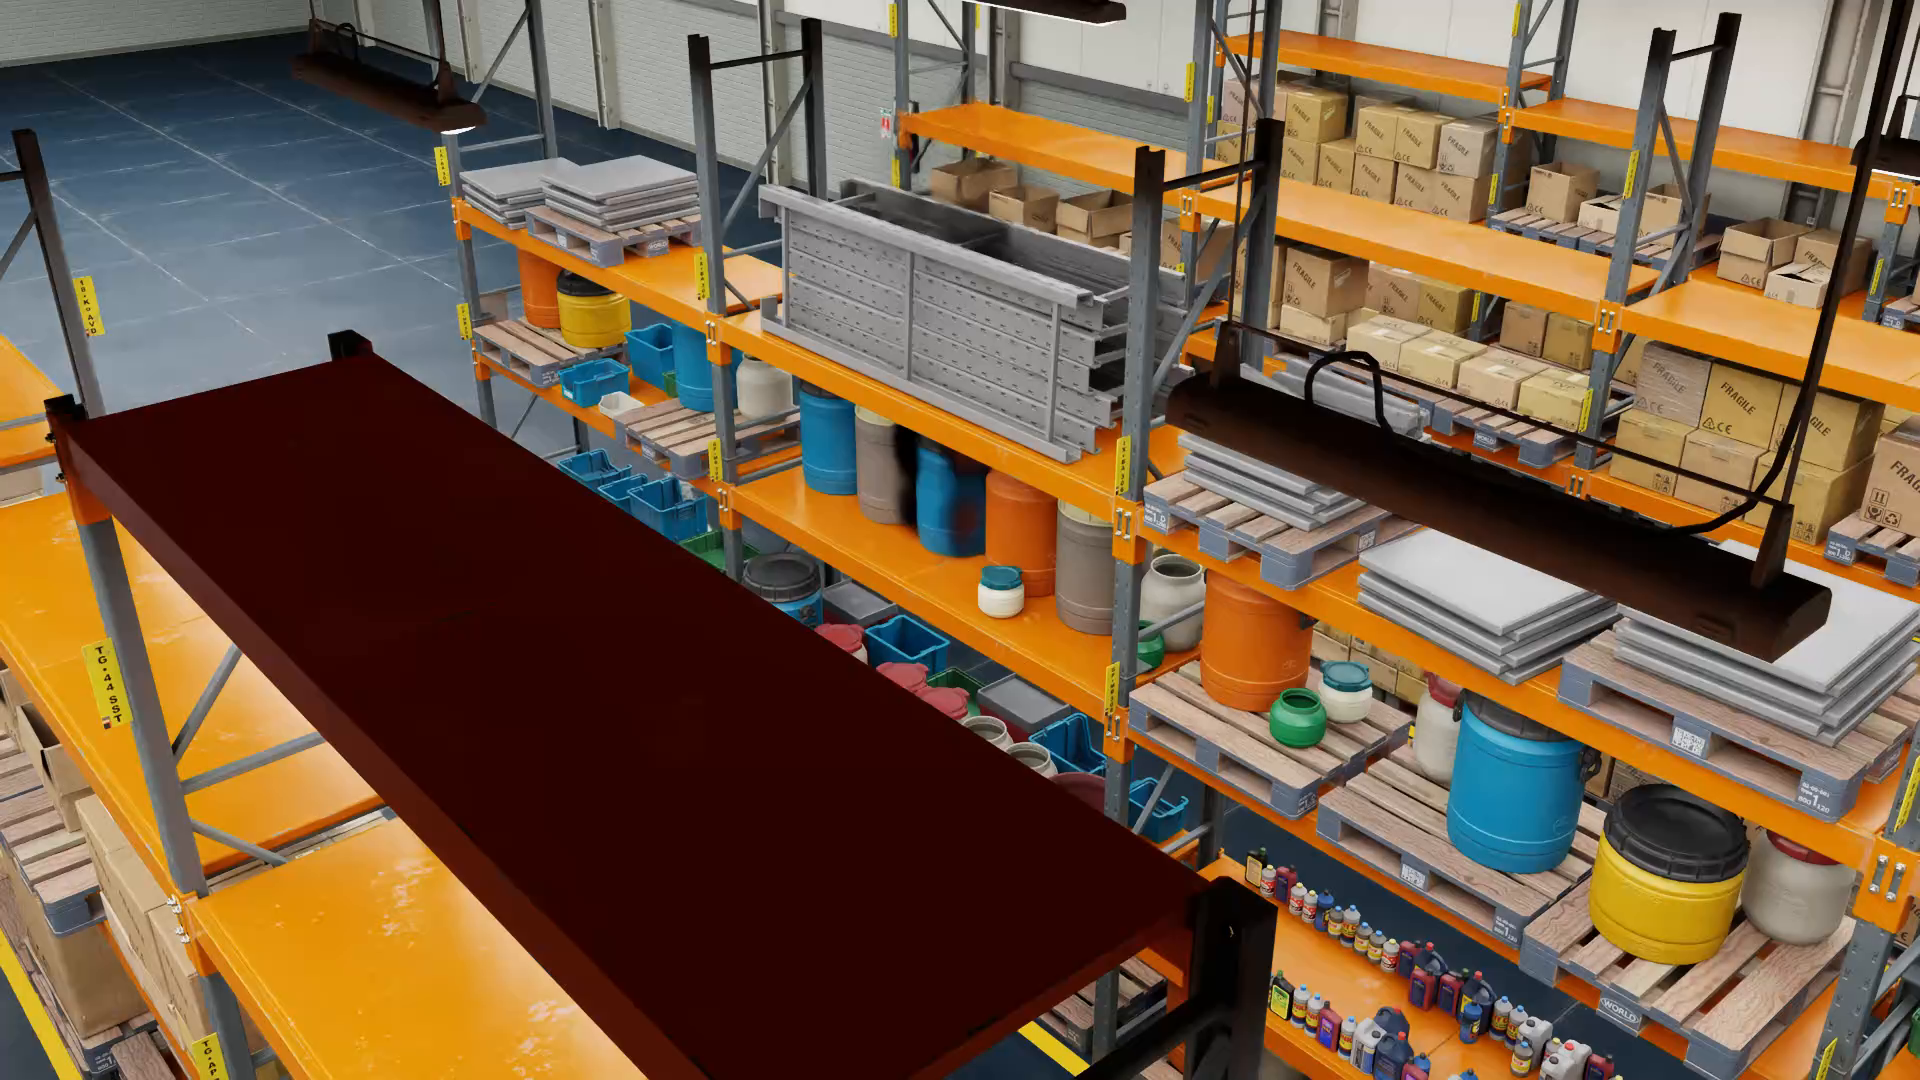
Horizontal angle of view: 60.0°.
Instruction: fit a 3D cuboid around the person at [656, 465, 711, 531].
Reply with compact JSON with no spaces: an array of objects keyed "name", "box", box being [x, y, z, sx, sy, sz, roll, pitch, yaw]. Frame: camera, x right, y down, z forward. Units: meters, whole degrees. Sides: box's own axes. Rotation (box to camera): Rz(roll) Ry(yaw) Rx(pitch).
[{"name":"person","box":[-2.784,-0.593,16.822,0.732,1.833,0.648,14,30,25]}]
